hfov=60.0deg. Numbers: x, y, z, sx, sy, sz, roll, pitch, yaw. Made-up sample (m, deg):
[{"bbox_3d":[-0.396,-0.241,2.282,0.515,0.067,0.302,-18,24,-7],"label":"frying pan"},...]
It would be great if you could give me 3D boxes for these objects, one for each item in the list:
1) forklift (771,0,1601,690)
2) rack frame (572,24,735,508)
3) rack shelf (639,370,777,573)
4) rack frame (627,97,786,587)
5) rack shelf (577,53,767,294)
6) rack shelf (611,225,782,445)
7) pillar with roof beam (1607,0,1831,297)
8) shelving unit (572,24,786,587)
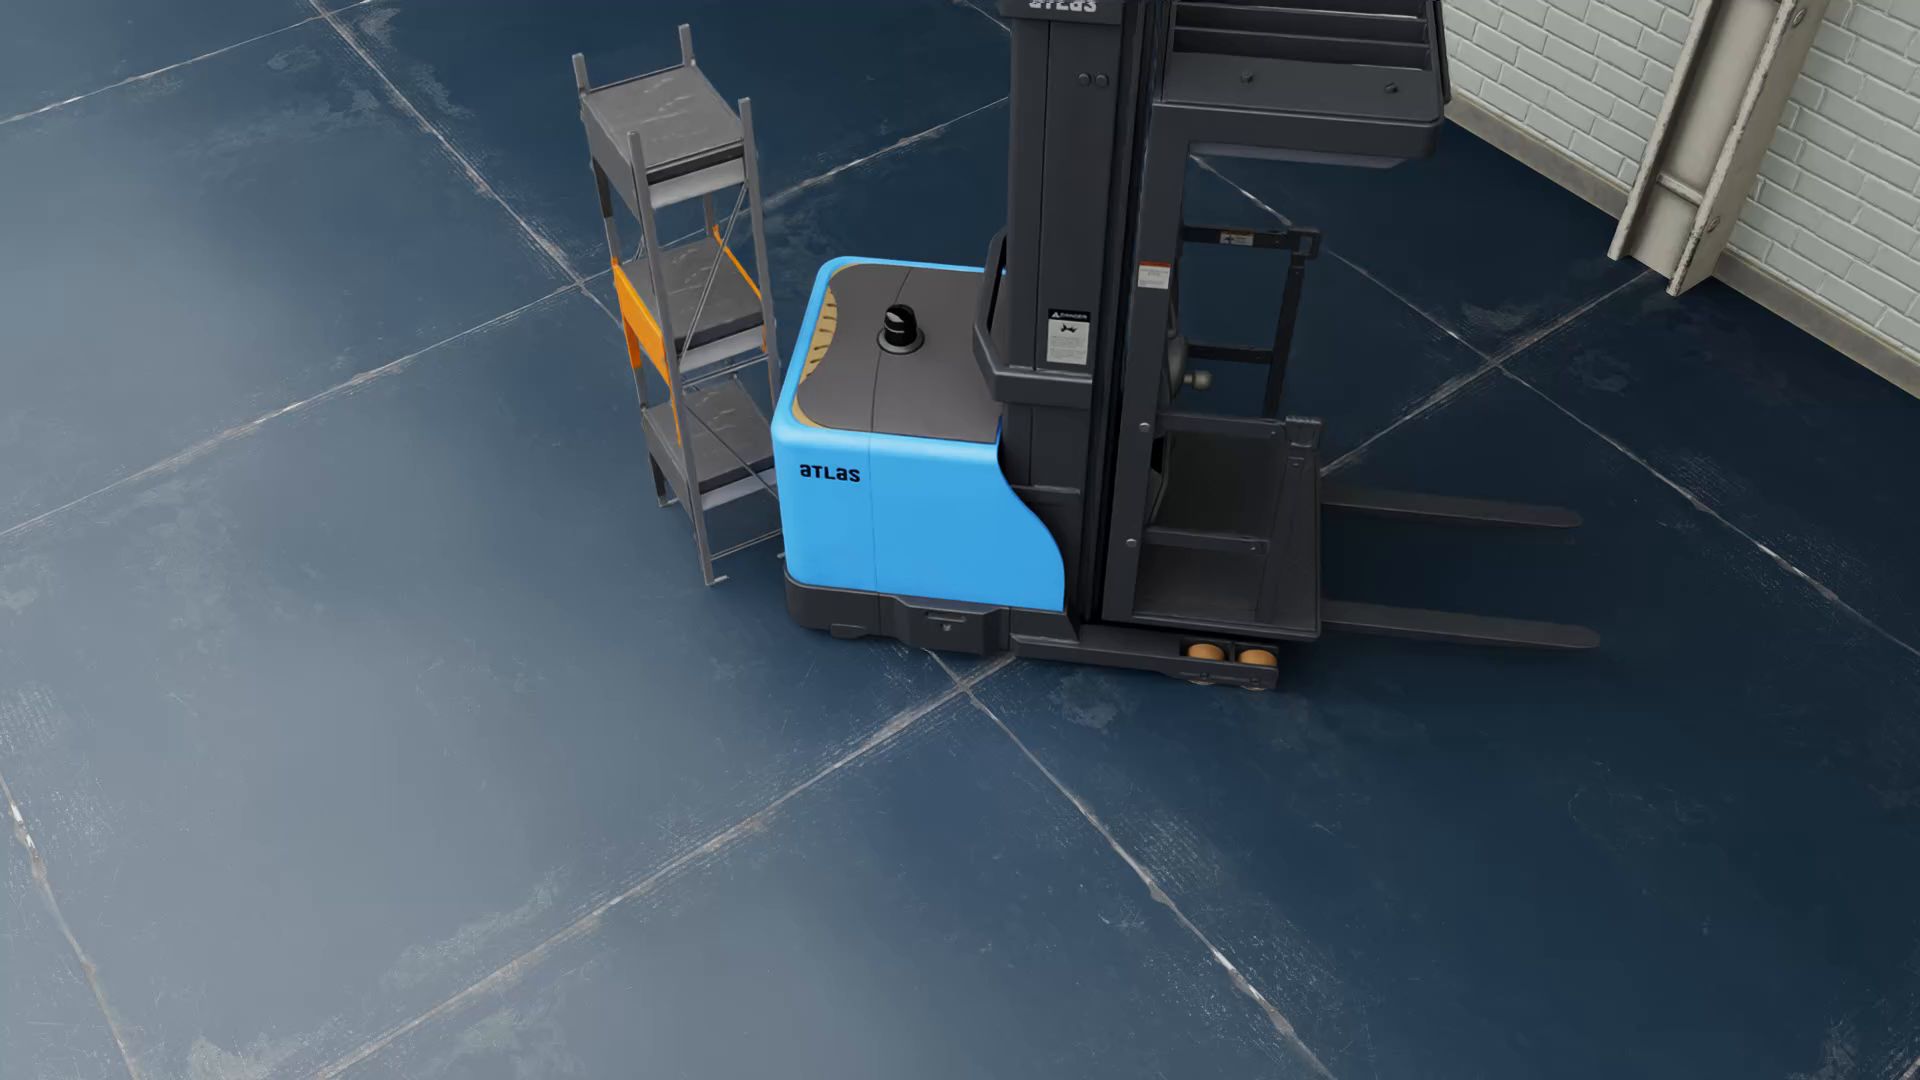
[{"bbox_3d":[0.895,-0.843,5.535,3.031,2.935,1.130,6,48,5],"label":"forklift"},{"bbox_3d":[-1.063,-0.911,6.158,0.400,2.100,0.015,-22,52,-19],"label":"rack frame"},{"bbox_3d":[-0.946,-0.273,6.543,0.431,0.518,0.480,-22,52,-19],"label":"rack shelf"},{"bbox_3d":[-0.829,-0.594,5.870,0.400,2.100,0.015,-22,52,-19],"label":"rack frame"},{"bbox_3d":[-0.946,-1.214,5.505,0.431,0.518,0.480,-22,52,-19],"label":"rack shelf"},{"bbox_3d":[-0.946,-0.744,6.024,0.431,0.518,0.480,-22,52,-19],"label":"rack shelf"},{"bbox_3d":[-0.078,-2.413,2.862,9.100,9.000,0.400,-29,54,-24],"label":"pillar with roof beam"},{"bbox_3d":[-0.946,-0.753,6.014,0.431,2.100,0.503,-22,52,-19],"label":"shelving unit"}]
